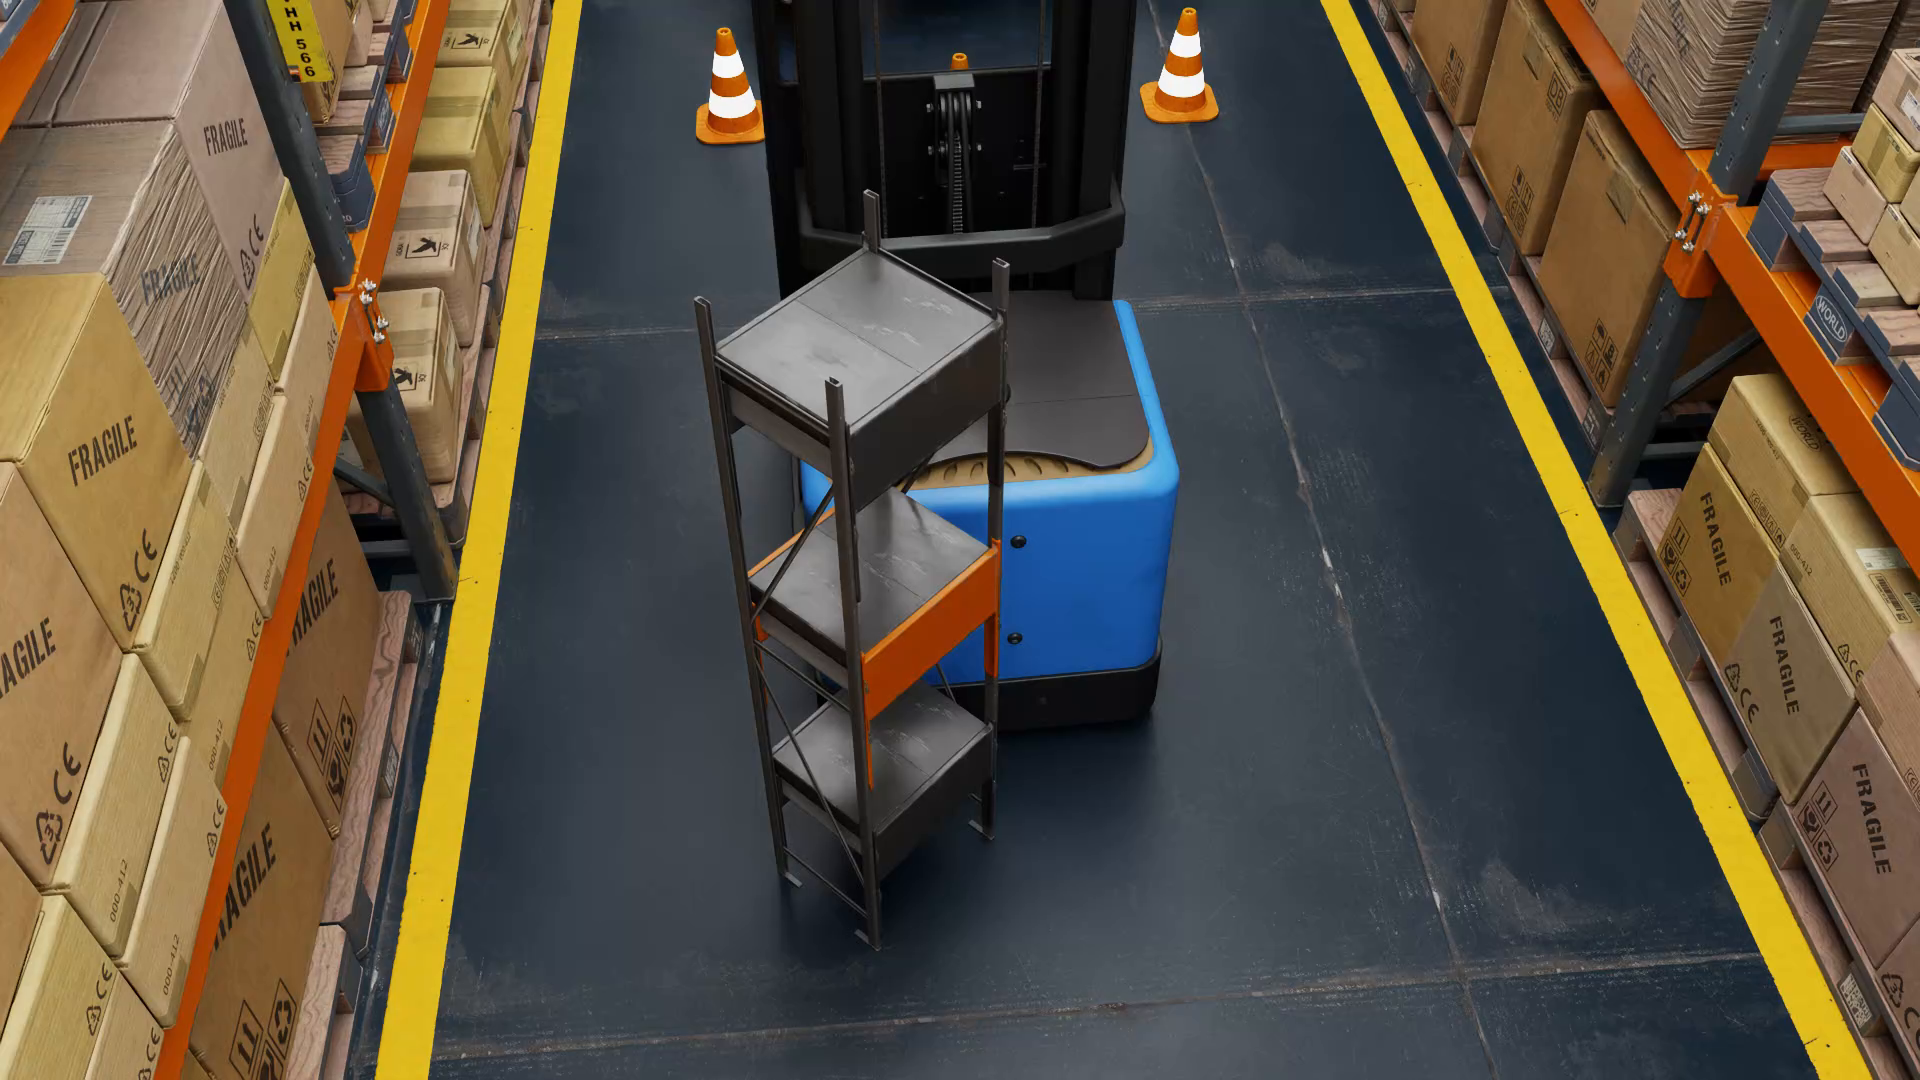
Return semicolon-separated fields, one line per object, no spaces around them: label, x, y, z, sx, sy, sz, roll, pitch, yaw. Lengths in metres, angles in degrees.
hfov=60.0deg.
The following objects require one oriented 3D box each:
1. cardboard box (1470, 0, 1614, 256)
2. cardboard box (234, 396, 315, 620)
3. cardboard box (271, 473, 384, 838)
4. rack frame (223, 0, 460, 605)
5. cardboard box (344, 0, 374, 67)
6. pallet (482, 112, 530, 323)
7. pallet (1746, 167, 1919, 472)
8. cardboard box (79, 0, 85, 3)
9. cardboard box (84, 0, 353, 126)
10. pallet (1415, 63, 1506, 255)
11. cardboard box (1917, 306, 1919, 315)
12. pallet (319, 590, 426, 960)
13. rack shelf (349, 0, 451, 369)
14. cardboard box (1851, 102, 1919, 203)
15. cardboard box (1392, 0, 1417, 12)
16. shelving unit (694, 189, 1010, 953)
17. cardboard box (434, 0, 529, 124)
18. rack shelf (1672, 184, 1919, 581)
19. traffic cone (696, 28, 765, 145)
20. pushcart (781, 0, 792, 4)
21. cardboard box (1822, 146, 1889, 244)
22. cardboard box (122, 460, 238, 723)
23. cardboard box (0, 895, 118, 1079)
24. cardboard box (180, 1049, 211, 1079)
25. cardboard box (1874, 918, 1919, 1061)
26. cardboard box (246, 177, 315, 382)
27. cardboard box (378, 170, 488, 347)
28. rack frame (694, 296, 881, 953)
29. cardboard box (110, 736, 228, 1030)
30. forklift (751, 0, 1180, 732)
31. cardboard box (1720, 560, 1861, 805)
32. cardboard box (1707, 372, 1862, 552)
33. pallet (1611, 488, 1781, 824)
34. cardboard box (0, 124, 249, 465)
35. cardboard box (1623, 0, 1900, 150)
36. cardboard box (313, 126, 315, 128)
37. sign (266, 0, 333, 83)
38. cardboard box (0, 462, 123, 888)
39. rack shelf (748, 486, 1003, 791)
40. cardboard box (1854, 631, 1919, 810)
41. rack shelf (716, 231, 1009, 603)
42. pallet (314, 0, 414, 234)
cardboard box;2.697;-1.662;6.518;1.050;0.750;0.750;-3;47;-3
cardboard box;-1.830;-0.068;3.852;0.500;0.250;0.500;-3;47;-3
cardboard box;-2.215;0.252;4.619;0.875;0.875;0.875;-4;47;-4
rack frame;-2.190;-0.839;4.478;1.000;3.000;0.127;-3;47;-3
cardboard box;-1.999;-1.551;5.036;0.380;0.149;0.250;-6;47;-6
pallet;-2.353;-1.326;6.860;1.003;0.211;1.213;-3;47;-3
pallet;2.900;-0.638;4.420;1.213;0.211;1.003;-3;47;-3
cardboard box;-2.505;-1.432;4.477;0.500;0.500;0.500;-5;47;-4
cardboard box;-1.997;-1.459;4.503;0.500;0.500;0.500;-5;47;-4
pallet;2.645;-1.709;7.224;1.003;0.211;1.213;-3;47;-3
cardboard box;2.616;-0.545;4.084;0.380;0.149;0.250;-1;47;-1
pallet;-2.199;0.695;4.946;1.003;0.211;1.213;-3;47;-3
rack shelf;-2.357;-2.038;6.110;1.077;0.370;4.000;-3;47;-3
cardboard box;2.575;-1.011;4.321;0.380;0.149;0.250;-2;47;-2
cardboard box;2.541;-3.034;7.818;1.050;0.750;0.750;-4;47;-3
shelving unit;-0.215;0.201;4.113;0.431;2.100;0.503;33;55;27
cardboard box;-2.415;-2.074;7.169;0.950;0.372;0.625;-1;47;-1
rack shelf;2.902;0.482;3.723;1.077;0.370;4.000;-3;47;-3
traffic cone;-1.026;-2.048;7.371;0.336;0.463;0.334;-3;47;-3
pushcart;-0.257;-3.006;8.337;1.648;0.377;0.936;-19;49;-17
cardboard box;2.571;-0.935;4.453;0.380;0.149;0.250;-4;47;-4
cardboard box;-1.786;0.116;3.333;0.500;0.250;0.500;-5;47;-4
cardboard box;-1.698;0.857;2.631;0.500;0.250;0.500;-3;47;-3
cardboard box;-2.070;1.545;3.395;0.875;0.875;0.875;-2;47;-2
cardboard box;2.675;1.134;4.043;0.500;0.500;0.500;-4;47;-4
cardboard box;-1.896;-0.624;4.034;0.500;0.250;0.500;-4;47;-3
cardboard box;-2.297;-1.022;6.173;0.950;0.372;0.625;-4;47;-4
rack frame;-0.376;0.334;3.987;0.400;2.100;0.015;33;55;27
cardboard box;-1.733;0.664;3.158;0.500;0.250;0.500;-4;47;-4
forklift;-0.072;-1.462;5.116;1.130;2.935;3.031;-5;47;-5
cardboard box;2.585;0.393;4.744;0.500;0.500;0.500;-3;47;-3
cardboard box;2.551;-0.242;4.829;0.500;0.250;0.500;-5;47;-5
pallet;2.798;0.312;5.309;1.003;0.211;1.213;-3;47;-3
cardboard box;-1.835;-0.488;3.389;0.500;0.500;0.500;-3;47;-3
cardboard box;2.429;-1.557;5.089;0.500;0.500;0.500;-3;47;-3
cardboard box;-2.032;-1.143;4.651;0.380;0.149;0.250;-6;47;-6
sign;-1.637;-1.273;4.092;0.100;0.325;0.005;-3;47;-3
cardboard box;-1.764;0.238;2.701;0.500;0.500;0.500;-4;47;-4
rack shelf;-0.215;0.210;4.123;0.431;0.518;0.480;33;55;27
cardboard box;2.622;0.484;4.142;0.500;0.250;0.500;-3;47;-3
rack shelf;-0.215;-0.271;3.615;0.431;0.518;0.480;33;55;27
pallet;-2.356;-1.282;5.030;1.213;0.211;1.003;-3;47;-3
